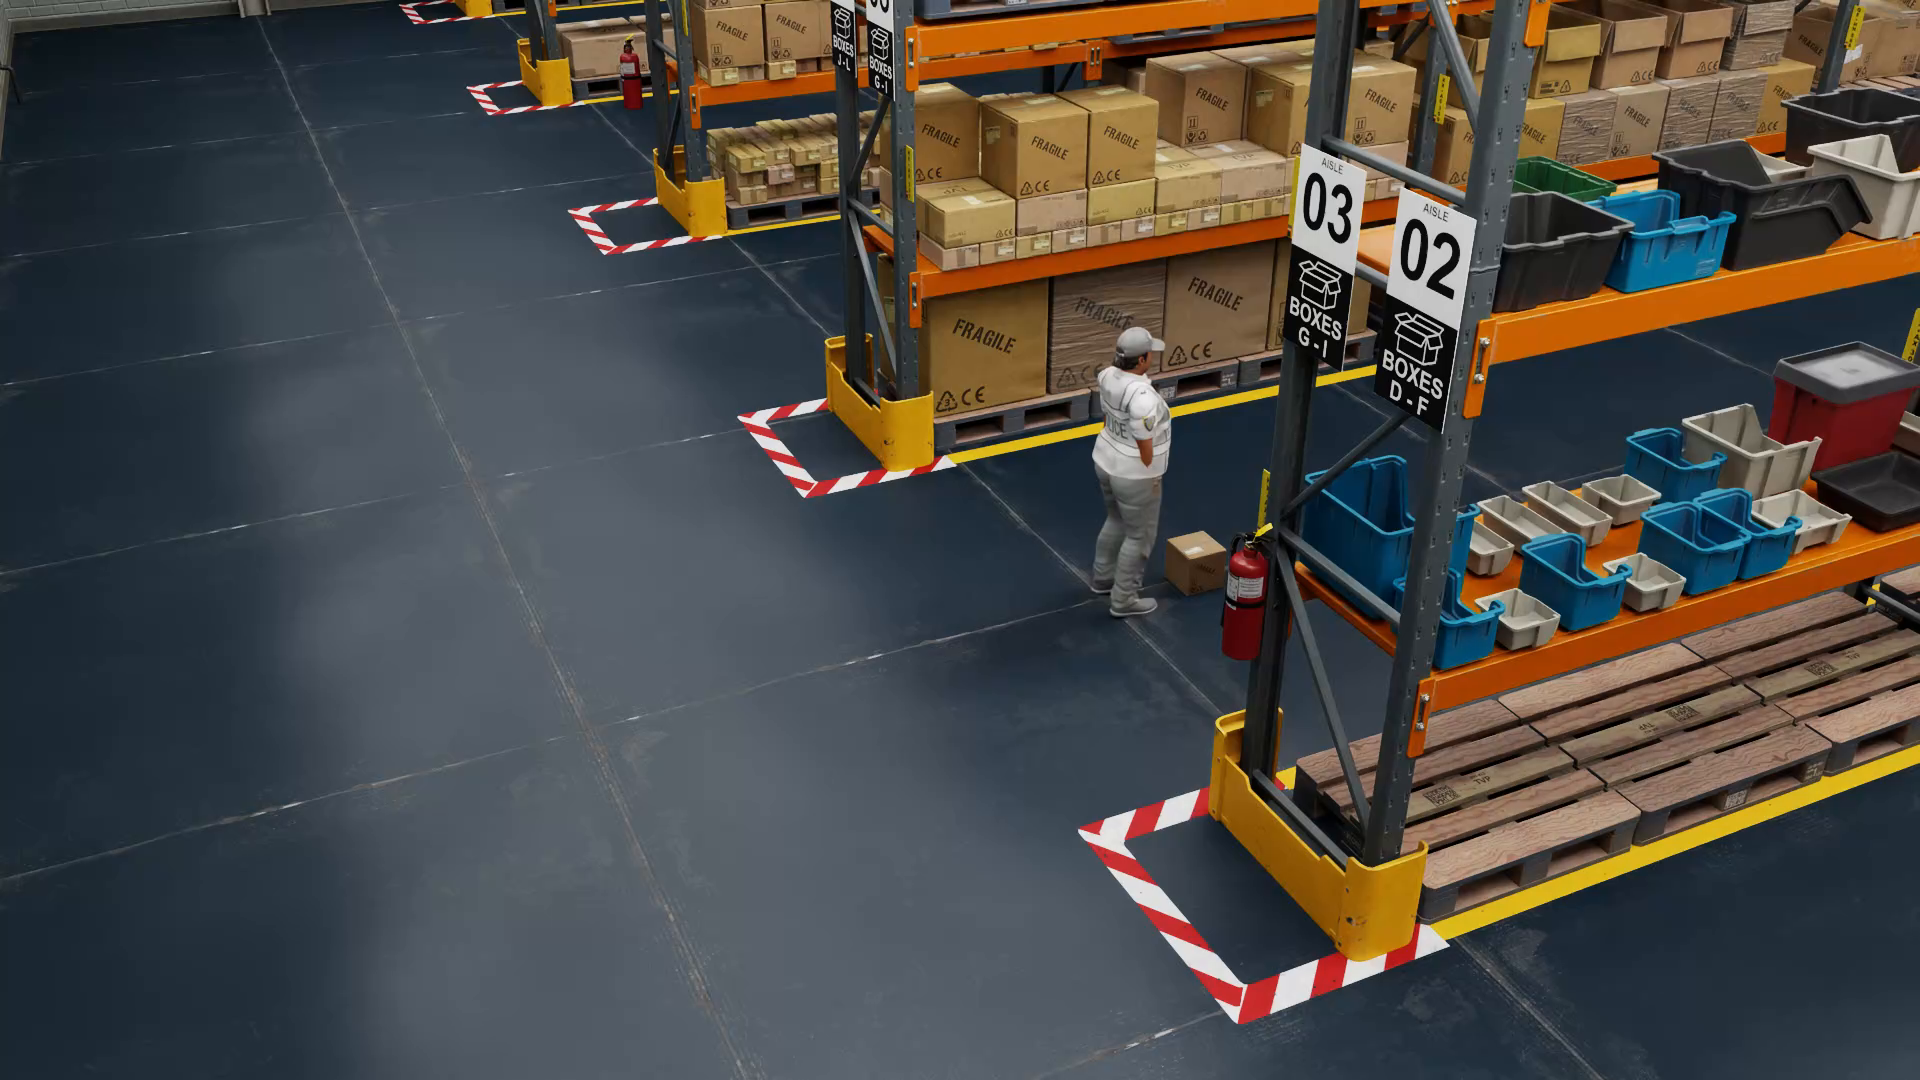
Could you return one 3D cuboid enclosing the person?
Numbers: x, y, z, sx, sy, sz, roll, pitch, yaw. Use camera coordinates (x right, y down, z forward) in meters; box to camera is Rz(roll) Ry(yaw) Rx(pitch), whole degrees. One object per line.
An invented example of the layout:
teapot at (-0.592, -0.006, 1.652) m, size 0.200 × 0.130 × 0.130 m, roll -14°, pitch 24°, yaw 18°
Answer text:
person at (0.938, -0.386, 9.135) m, size 0.390 × 1.665 × 0.467 m, roll -12°, pitch 32°, yaw -21°
